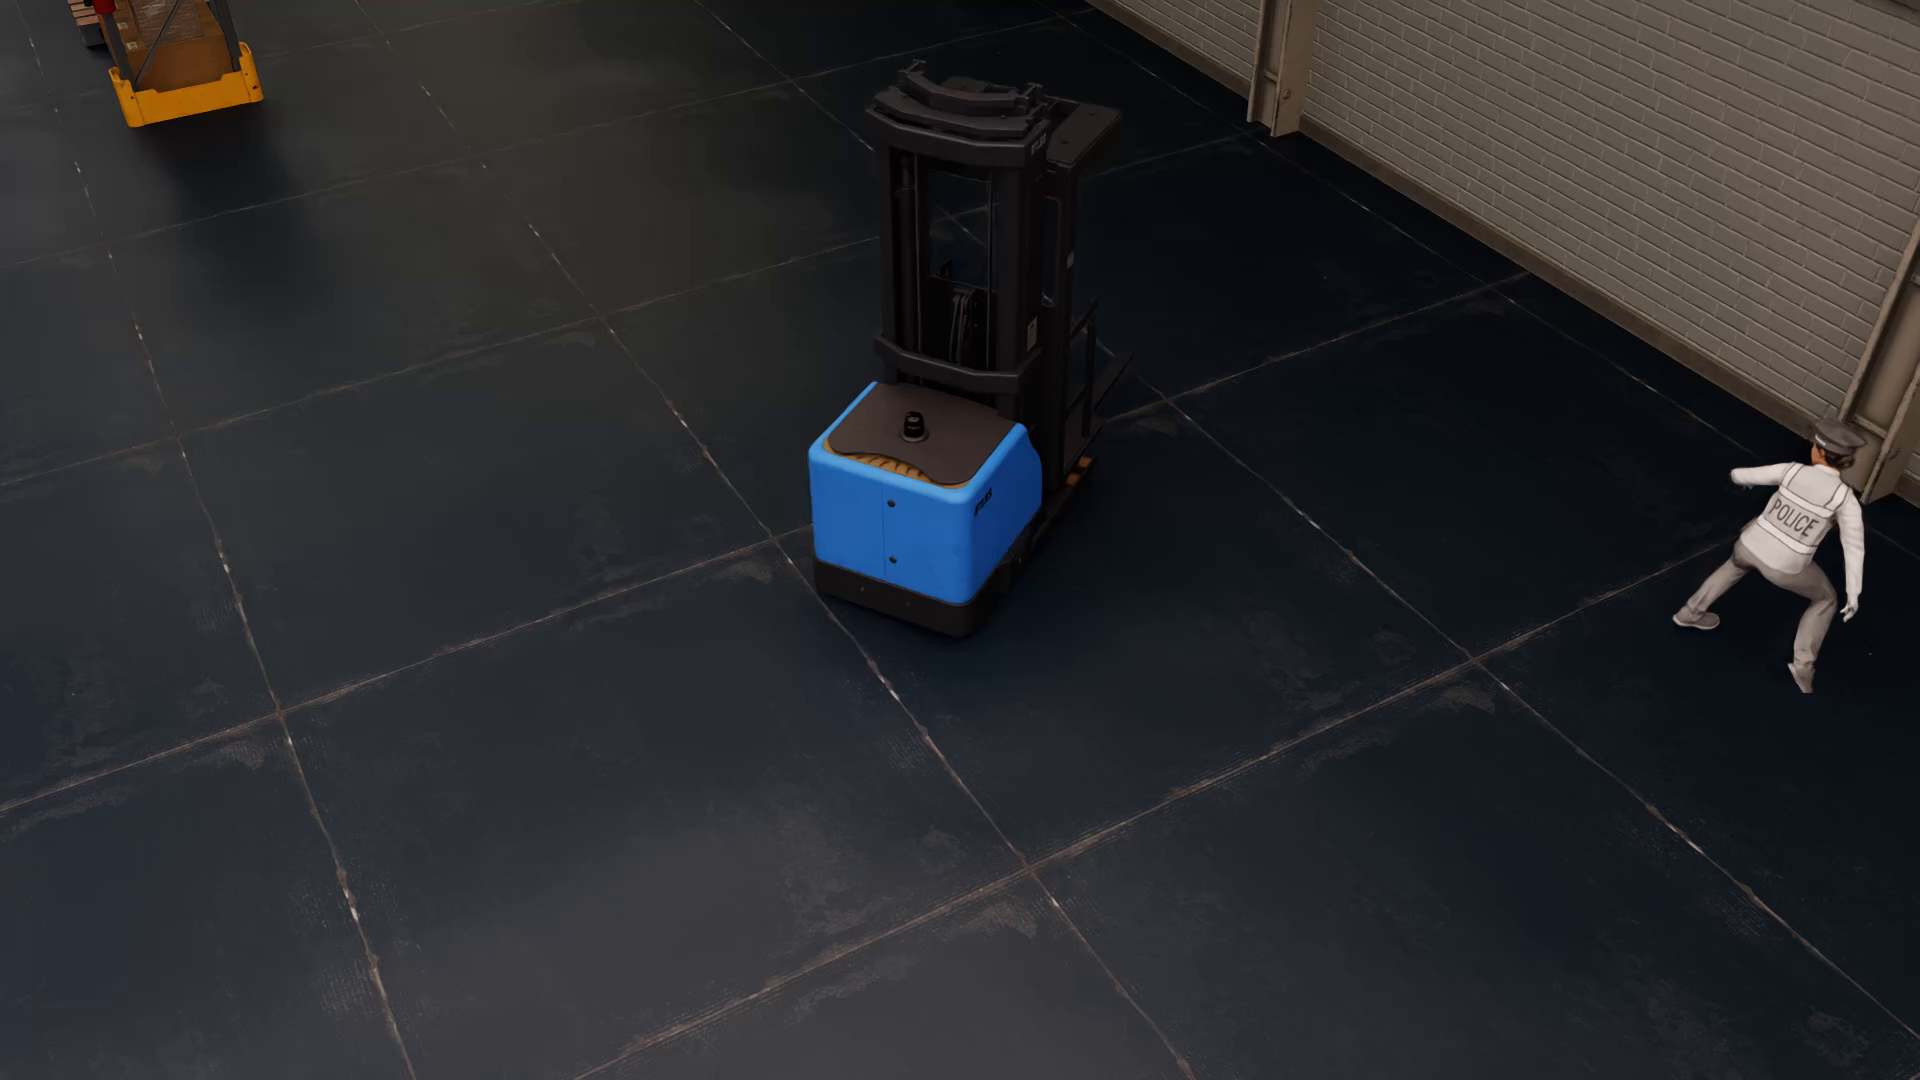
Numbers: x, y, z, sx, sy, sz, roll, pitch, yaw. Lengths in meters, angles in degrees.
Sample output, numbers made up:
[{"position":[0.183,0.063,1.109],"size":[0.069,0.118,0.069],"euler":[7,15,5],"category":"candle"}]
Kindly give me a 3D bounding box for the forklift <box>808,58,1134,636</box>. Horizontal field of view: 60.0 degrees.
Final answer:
[{"position":[0.238,-1.510,9.856],"size":[1.130,2.935,3.031],"euler":[18,43,20],"category":"forklift"}]

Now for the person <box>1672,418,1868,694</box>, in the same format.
[{"position":[4.544,0.103,9.099],"size":[0.522,1.587,0.954],"euler":[-26,46,-28],"category":"person"}]
